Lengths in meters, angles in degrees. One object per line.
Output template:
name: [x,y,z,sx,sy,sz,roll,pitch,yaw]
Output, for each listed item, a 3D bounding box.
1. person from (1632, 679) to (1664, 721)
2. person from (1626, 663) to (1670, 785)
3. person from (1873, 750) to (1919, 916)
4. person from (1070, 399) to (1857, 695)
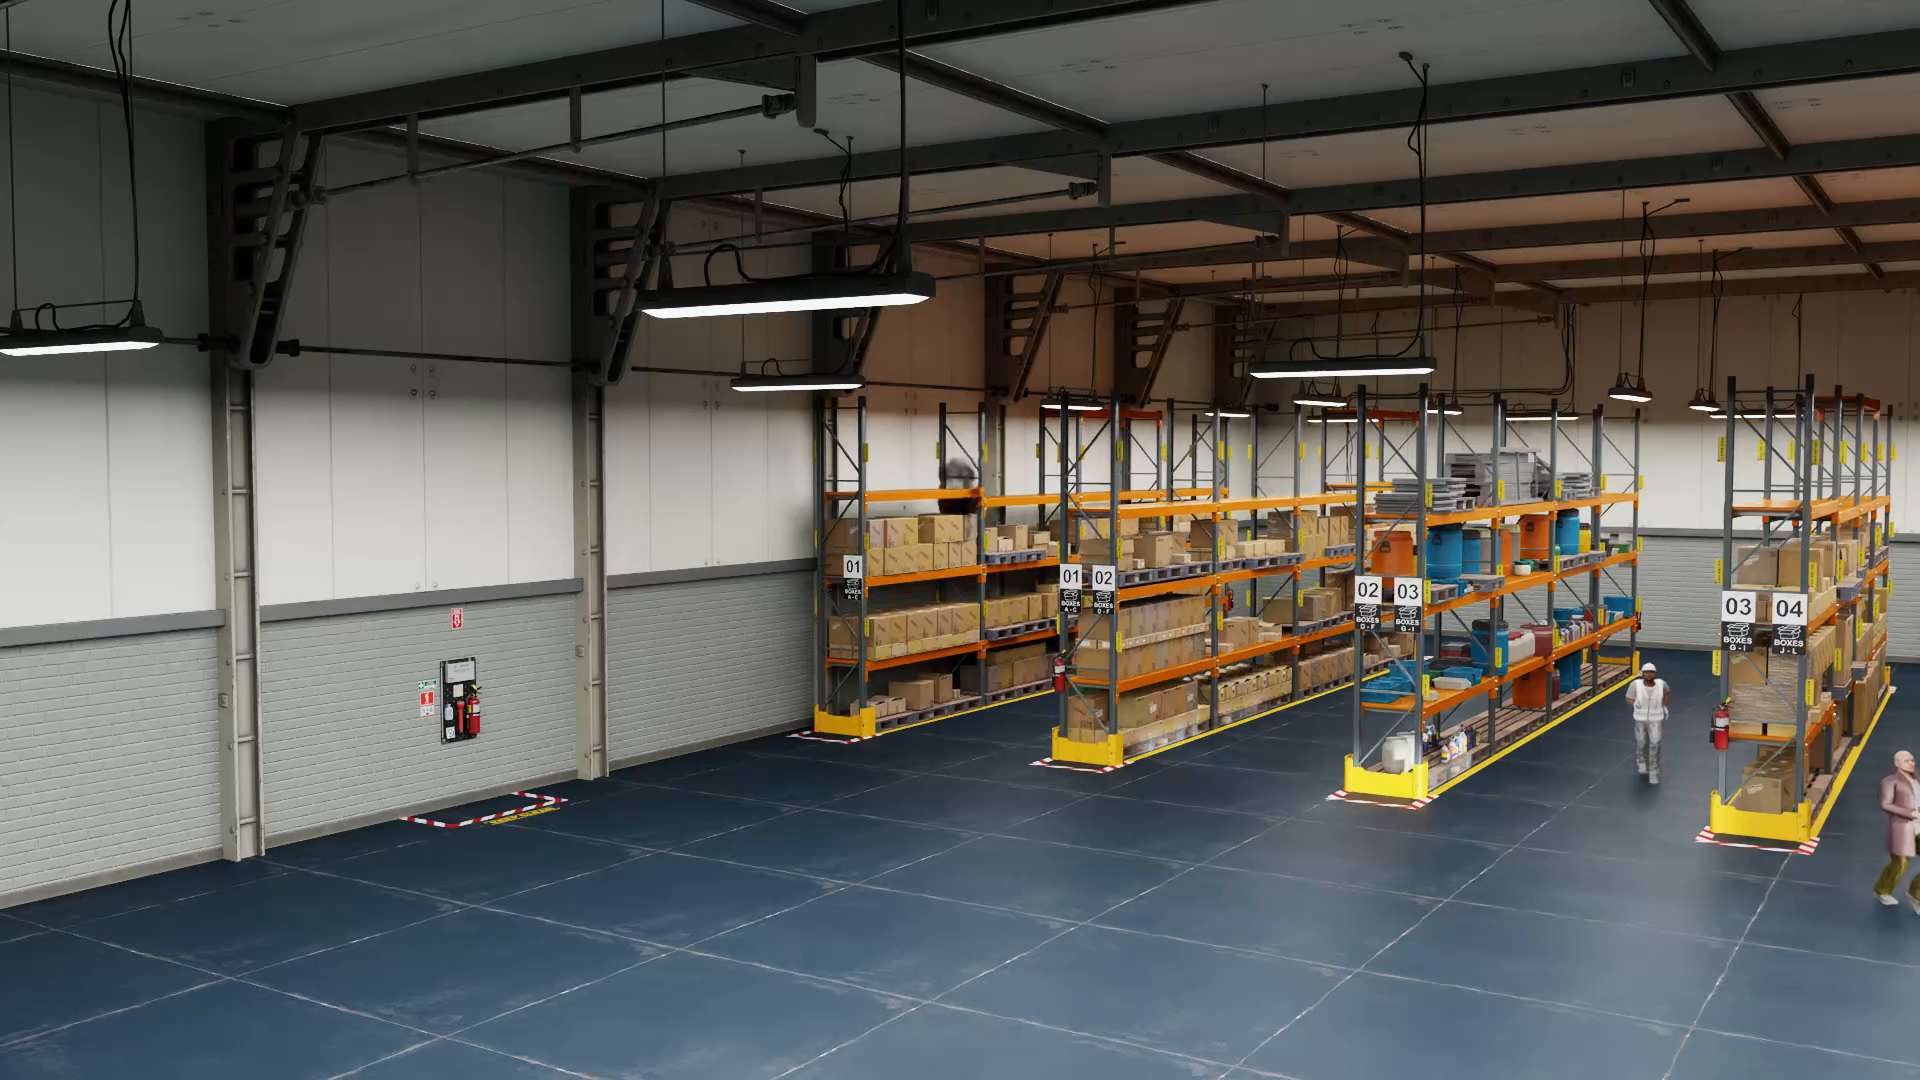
person: [13.685,3.333,15.789,9.777,1.688,18.506,0,3,9]
person: [10.492,2.774,25.392,0.613,1.829,0.868,1,3,25]
person: [10.327,3.189,18.109,0.679,1.801,0.795,-1,3,-12]
person: [9.579,0.382,31.197,13.735,5.844,6.591,1,3,24]
